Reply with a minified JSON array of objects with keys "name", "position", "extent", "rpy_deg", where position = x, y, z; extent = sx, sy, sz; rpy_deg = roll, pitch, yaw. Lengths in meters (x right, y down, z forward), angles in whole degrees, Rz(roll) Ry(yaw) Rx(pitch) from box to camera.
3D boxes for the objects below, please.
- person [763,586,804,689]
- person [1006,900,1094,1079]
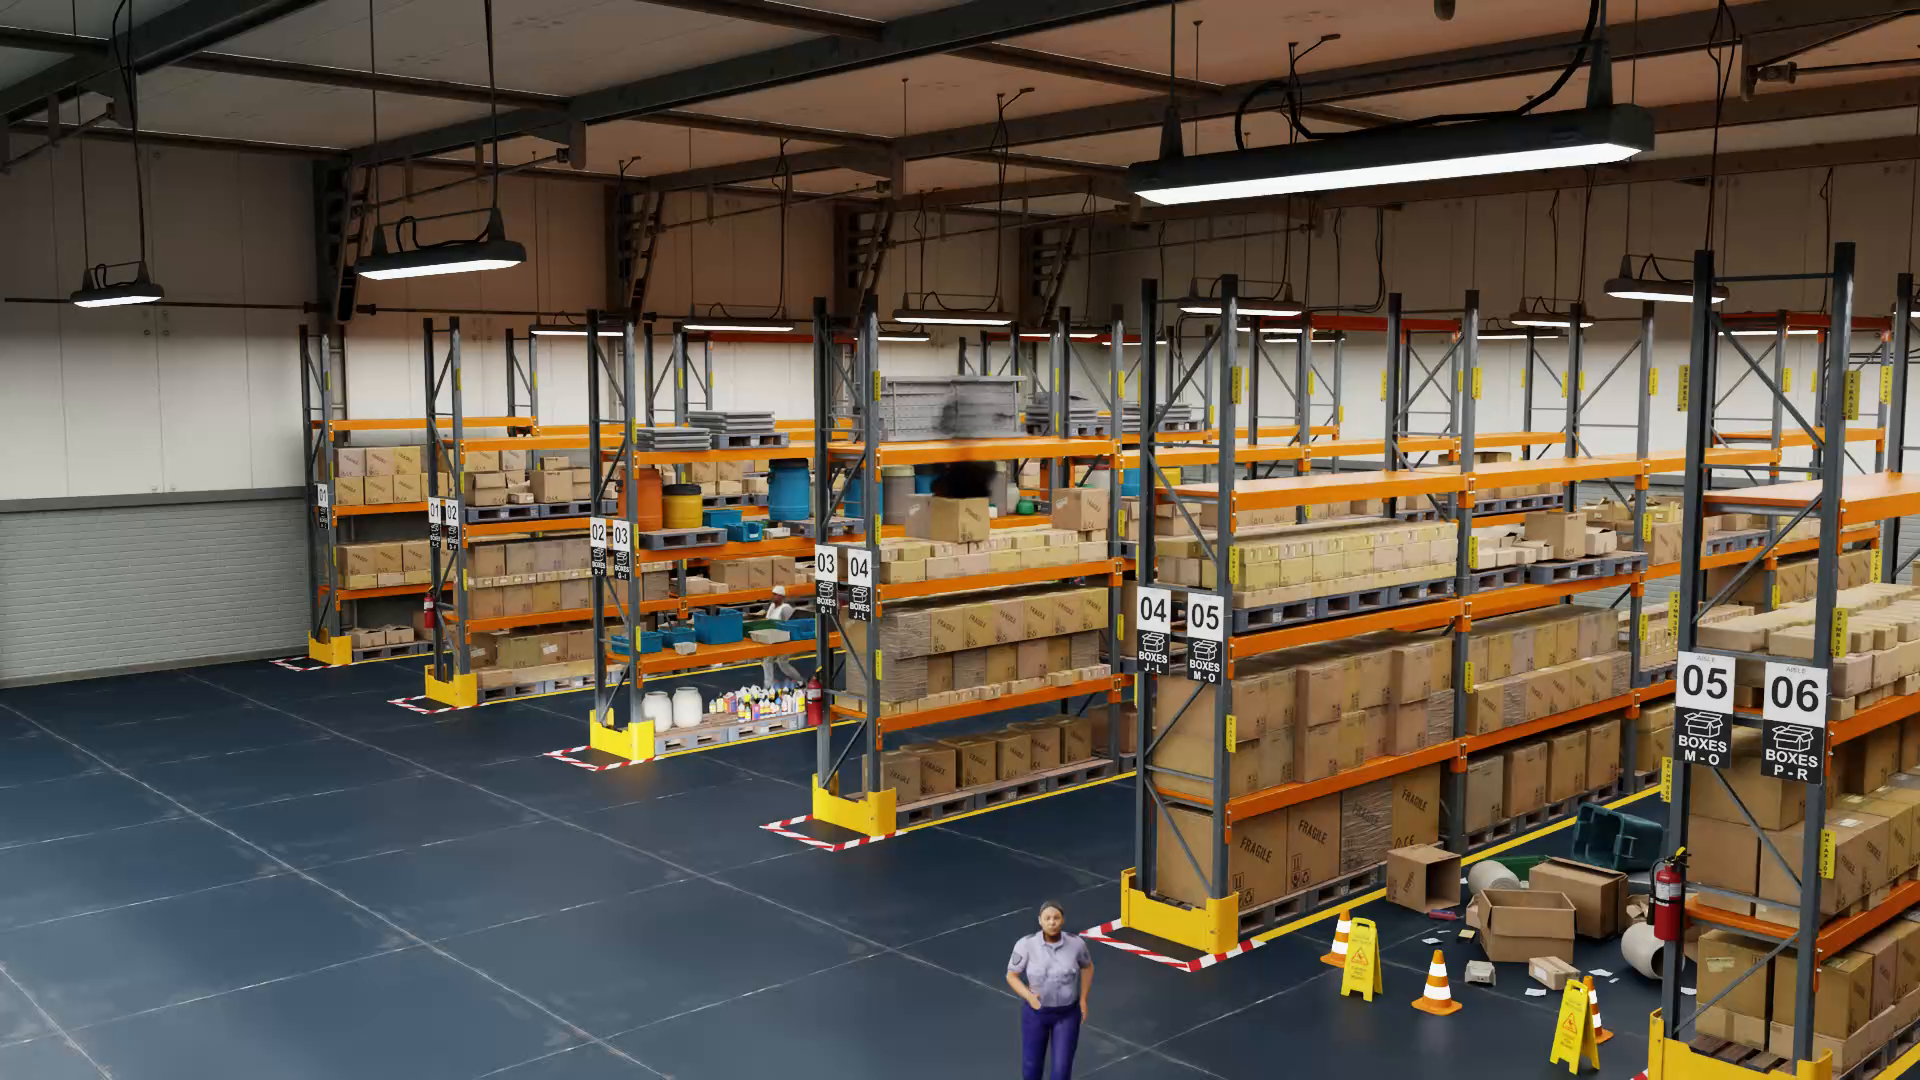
[{"name":"person","position":[-2.847,1.617,26.231],"extent":[0.848,1.805,0.672],"rpy_deg":[-5,8,-41]},{"name":"person","position":[0.617,3.228,11.315],"extent":[0.608,1.603,0.706],"rpy_deg":[0,6,-1]}]
